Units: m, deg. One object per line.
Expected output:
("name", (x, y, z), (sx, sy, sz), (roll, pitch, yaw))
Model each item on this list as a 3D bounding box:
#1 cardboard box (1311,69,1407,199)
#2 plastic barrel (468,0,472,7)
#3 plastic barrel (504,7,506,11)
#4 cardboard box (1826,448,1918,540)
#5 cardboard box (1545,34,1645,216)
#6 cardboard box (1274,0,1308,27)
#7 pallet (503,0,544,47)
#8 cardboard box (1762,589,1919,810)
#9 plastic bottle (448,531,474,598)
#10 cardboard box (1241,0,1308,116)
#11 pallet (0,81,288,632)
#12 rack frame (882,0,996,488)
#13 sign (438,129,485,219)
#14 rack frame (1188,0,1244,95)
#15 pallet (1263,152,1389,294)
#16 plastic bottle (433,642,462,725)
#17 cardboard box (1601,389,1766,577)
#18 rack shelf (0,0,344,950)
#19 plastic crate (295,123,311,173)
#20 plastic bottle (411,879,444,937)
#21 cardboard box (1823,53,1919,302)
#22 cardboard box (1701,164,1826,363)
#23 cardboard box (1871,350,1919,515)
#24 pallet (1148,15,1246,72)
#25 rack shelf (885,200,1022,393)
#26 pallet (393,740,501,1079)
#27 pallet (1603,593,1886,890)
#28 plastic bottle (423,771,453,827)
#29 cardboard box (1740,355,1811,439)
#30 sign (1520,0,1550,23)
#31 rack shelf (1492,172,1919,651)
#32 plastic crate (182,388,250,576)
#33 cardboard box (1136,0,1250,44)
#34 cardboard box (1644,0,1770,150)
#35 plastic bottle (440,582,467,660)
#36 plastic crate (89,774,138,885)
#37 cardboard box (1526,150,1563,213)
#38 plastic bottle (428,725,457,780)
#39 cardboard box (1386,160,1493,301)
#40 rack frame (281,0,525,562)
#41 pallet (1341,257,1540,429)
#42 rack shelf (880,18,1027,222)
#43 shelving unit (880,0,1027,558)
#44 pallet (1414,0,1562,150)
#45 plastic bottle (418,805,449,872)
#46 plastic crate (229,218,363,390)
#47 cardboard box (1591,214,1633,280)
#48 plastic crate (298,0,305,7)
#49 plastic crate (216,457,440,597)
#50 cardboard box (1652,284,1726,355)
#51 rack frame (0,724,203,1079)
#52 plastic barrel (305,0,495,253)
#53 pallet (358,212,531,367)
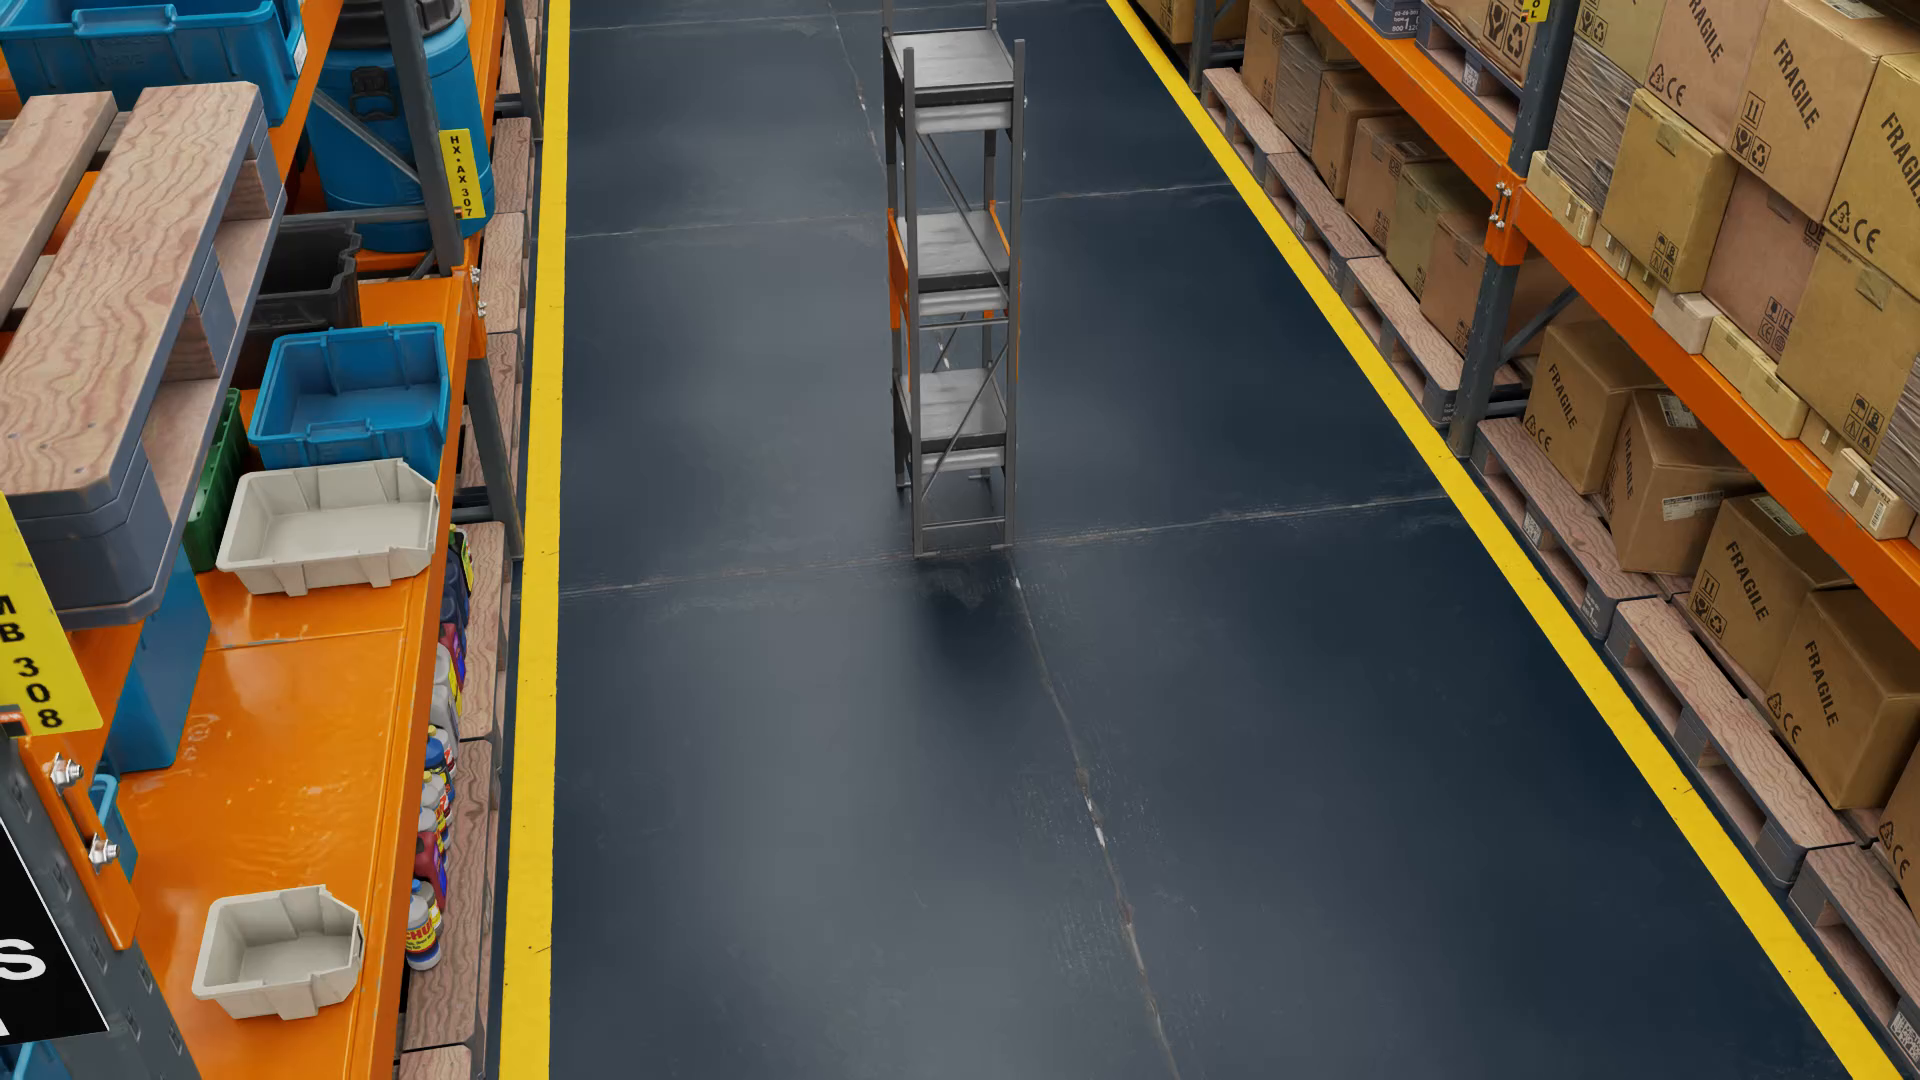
("cardboard box", (2.283, -2.145, 8.744), (0.700, 0.500, 0.500), (-3, 38, -4))
("plastic barrel", (-2.482, -2.694, 7.682), (0.421, 0.512, 0.421), (0, 38, 0))
("plastic barrel", (-3.247, -3.692, 10.681), (0.600, 0.588, 0.708), (-6, 38, -8))
("cardboard box", (2.712, -0.149, 4.702), (0.380, 0.149, 0.250), (-6, 38, -8))
("cardboard box", (2.649, -1.498, 5.910), (0.875, 0.500, 0.500), (-6, 38, -8))
("cardboard box", (2.076, -3.117, 9.385), (0.500, 0.250, 0.500), (-5, 38, -6))
("pallet", (-3.337, -3.609, 11.223), (1.003, 0.211, 1.213), (-6, 38, -8))
("cardboard box", (3.009, 0.501, 5.355), (0.500, 0.500, 0.500), (-3, 38, -4))
("plastic bottle", (-1.836, 0.067, 6.074), (0.061, 0.283, 0.133), (-4, 38, -6))
("cardboard box", (2.067, -2.820, 9.614), (0.700, 0.500, 0.500), (-8, 39, -10))
("pallet", (-1.593, -0.291, 2.389), (1.003, 0.211, 1.213), (-6, 38, -8))
("rack frame", (-0.072, -1.077, 6.424), (0.400, 2.100, 0.015), (-6, 38, -8))
("sign", (-1.702, -1.249, 5.687), (0.100, 0.325, 0.005), (-6, 38, -8))
("rack frame", (1.929, -4.036, 9.500), (1.000, 3.000, 0.127), (-6, 38, -8))
("pallet", (2.276, -1.727, 8.801), (1.003, 0.211, 1.213), (-6, 38, -8))
("plastic bottle", (-1.759, 0.454, 5.521), (0.144, 0.351, 0.185), (-6, 38, -8))
("cardboard box", (2.769, -0.207, 6.267), (0.500, 0.500, 0.500), (5, 38, 7))
("rack shelf", (-1.895, -0.780, 3.450), (1.077, 0.370, 4.000), (-6, 38, -8))
("plastic crate", (-2.745, -1.714, 6.524), (0.392, 0.384, 0.575), (-6, 38, -8))
("plastic bottle", (-1.573, 1.069, 4.851), (0.097, 0.201, 0.097), (0, 38, 0))
("cardboard box", (2.734, -0.968, 4.412), (0.500, 0.500, 0.500), (-6, 38, -8))
("cardboard box", (2.889, -0.901, 5.141), (0.875, 0.500, 0.500), (-6, 38, -8))
("cardboard box", (3.012, -0.292, 4.356), (0.875, 0.500, 0.500), (-6, 38, -8))
("pallet", (1.865, -3.419, 10.979), (1.003, 0.211, 1.213), (-6, 38, -8))
("rack shelf", (-0.029, -0.918, 6.243), (0.431, 0.518, 0.480), (-6, 38, -8))
("pallet", (-1.952, 1.163, 5.081), (1.003, 0.211, 1.213), (-6, 38, -8))
("pallet", (3.001, 0.622, 5.778), (1.003, 0.211, 1.213), (-6, 38, -8))
("plastic bottle", (-1.650, 0.804, 5.192), (0.097, 0.201, 0.097), (0, 38, 0))
("cardboard box", (2.648, -0.454, 5.094), (0.380, 0.149, 0.250), (-6, 38, -8))
("sign", (2.085, -2.015, 5.955), (0.100, 0.325, 0.005), (-6, 38, -8))
("rack shelf", (2.981, -0.128, 5.056), (1.077, 0.370, 4.000), (-6, 38, -8))
("plastic crate", (-2.285, -0.153, 4.675), (0.450, 0.188, 0.662), (-6, 38, -8))
("cardboard box", (1.829, -3.782, 10.562), (1.225, 0.875, 0.875), (-8, 39, -10))
("cardboard box", (2.548, -1.571, 5.188), (0.500, 0.500, 0.500), (-6, 38, -8))
("plastic bottle", (-1.815, 0.259, 5.772), (0.144, 0.351, 0.185), (-8, 39, -10))
("plastic crate", (-2.035, 0.725, 3.493), (0.499, 0.251, 0.408), (-6, 38, -8))
("cardboard box", (2.372, -1.358, 6.258), (0.380, 0.149, 0.250), (-6, 38, -8))
("plastic bottle", (-1.686, 0.680, 5.352), (0.097, 0.201, 0.097), (0, 38, 0))
("cardboard box", (2.479, -1.470, 7.876), (0.700, 0.500, 0.500), (-6, 38, -8))
("rack frame", (-2.246, -1.087, 5.704), (1.000, 3.000, 0.127), (-6, 38, -8))
("pallet", (2.493, -0.989, 7.851), (1.003, 0.211, 1.213), (-6, 38, -8))
("rack shelf", (-0.029, -1.471, 5.813), (0.431, 0.518, 0.480), (-6, 38, -8))
("shelving unit", (-0.029, -0.929, 6.235), (0.431, 2.100, 0.503), (-6, 38, -8))
("pallet", (2.640, -2.021, 7.063), (1.003, 0.211, 1.213), (-6, 38, -8))
("plastic bottle", (-1.615, 0.897, 5.016), (0.097, 0.271, 0.097), (0, 38, 0))
("plastic crate", (-2.279, -0.733, 5.299), (0.767, 0.338, 0.504), (-6, 38, -8))
("cardboard box", (2.474, -1.058, 5.872), (0.380, 0.149, 0.250), (-6, 38, -8))
("plastic crate", (-1.566, -1.241, 3.673), (0.243, 0.136, 0.396), (-6, 38, -8))
("plastic crate", (-1.711, -0.029, 4.558), (0.530, 0.136, 0.437), (-6, 38, -8))
("cardboard box", (2.531, -0.753, 5.478), (0.380, 0.149, 0.250), (-6, 38, -8))
("rack frame", (-1.541, 1.329, 2.595), (0.949, 2.616, 0.053), (-6, 38, -8))
("plastic barrel", (-2.015, -1.551, 5.893), (0.600, 0.901, 0.708), (-6, 38, -8))
("pallet", (-2.639, -1.194, 8.115), (1.003, 0.211, 1.213), (-6, 38, -8))
